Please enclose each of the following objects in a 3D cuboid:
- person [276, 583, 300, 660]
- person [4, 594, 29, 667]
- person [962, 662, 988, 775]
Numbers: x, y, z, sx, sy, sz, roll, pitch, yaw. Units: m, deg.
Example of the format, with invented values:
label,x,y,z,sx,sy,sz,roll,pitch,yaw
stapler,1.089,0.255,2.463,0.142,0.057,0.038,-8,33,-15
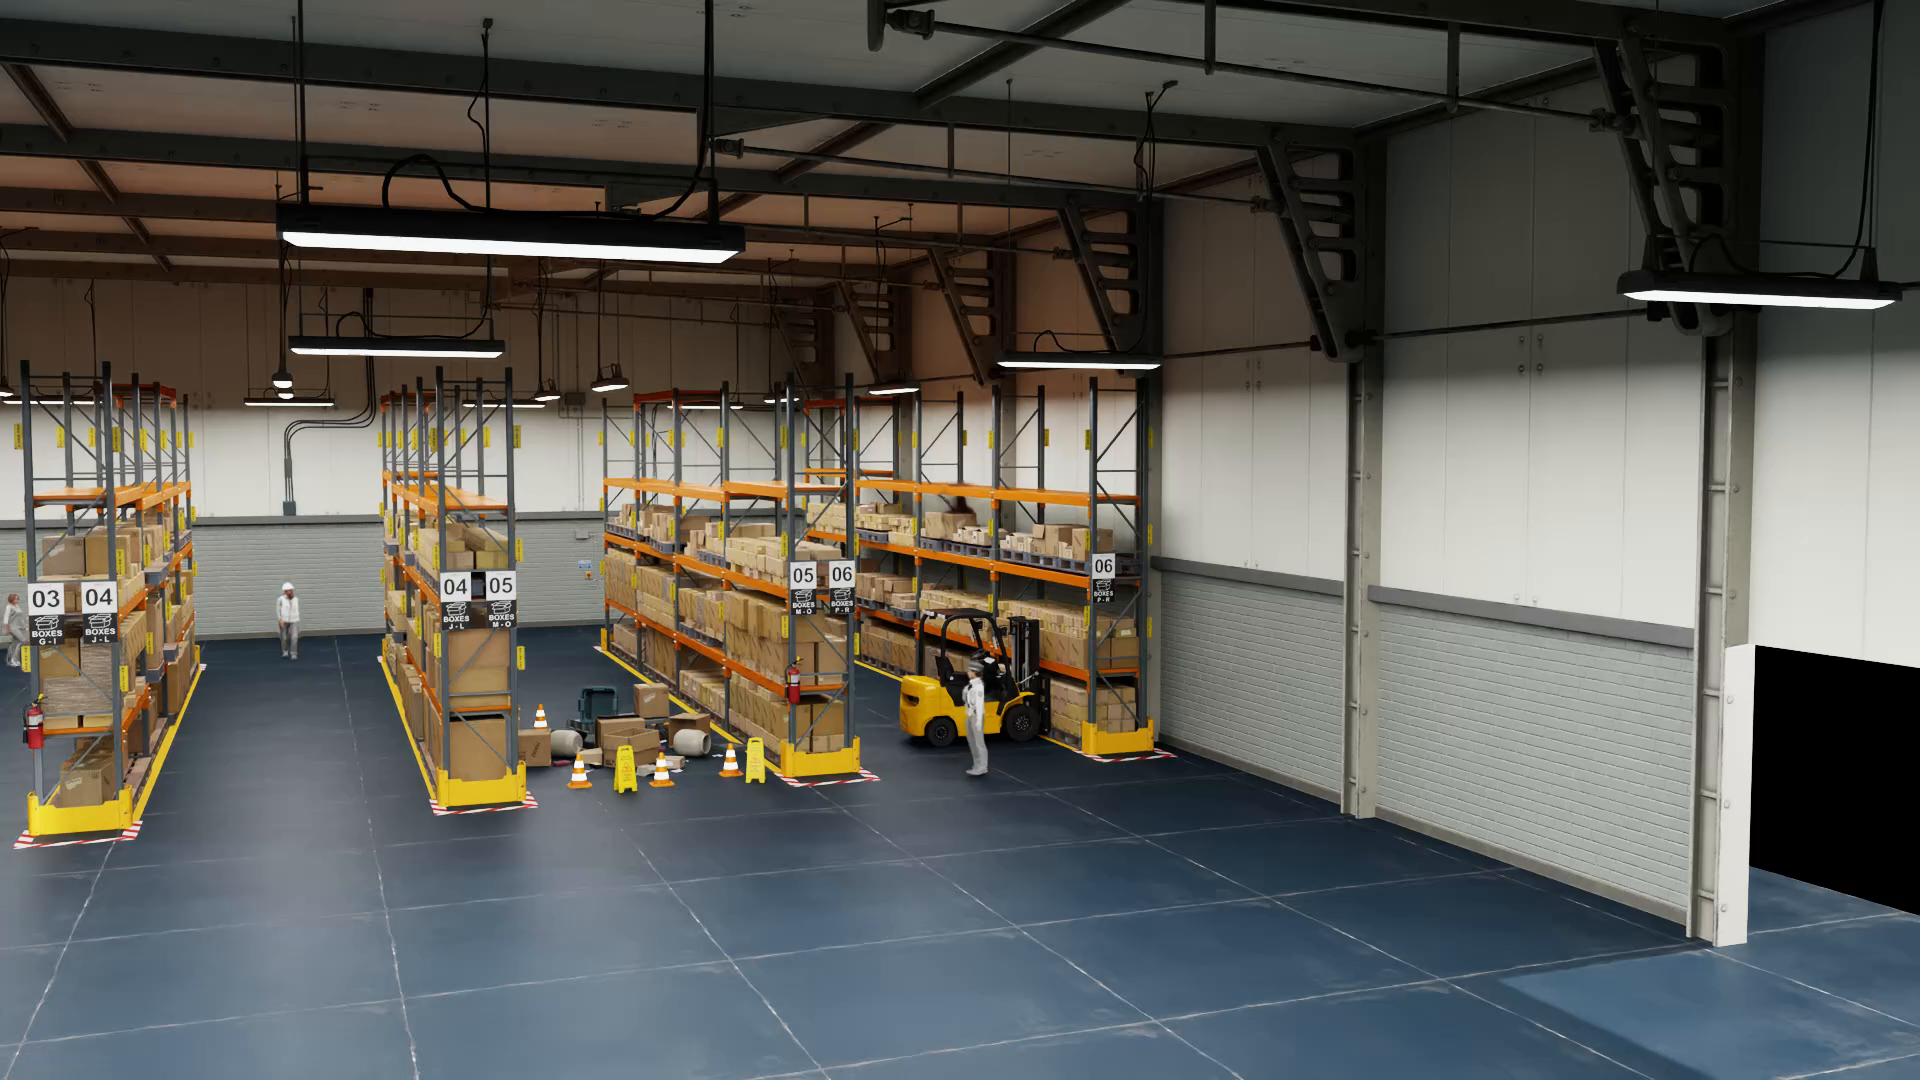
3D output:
label,x,y,z,sx,sy,sz,roll,pitch,yaw
person,-15.297,1.855,37.875,0.510,1.735,0.988,-2,4,-24
person,-20.819,2.003,36.673,0.464,1.584,0.407,-1,4,-13
person,0.220,2.678,24.862,0.371,1.718,0.573,-1,4,-20
